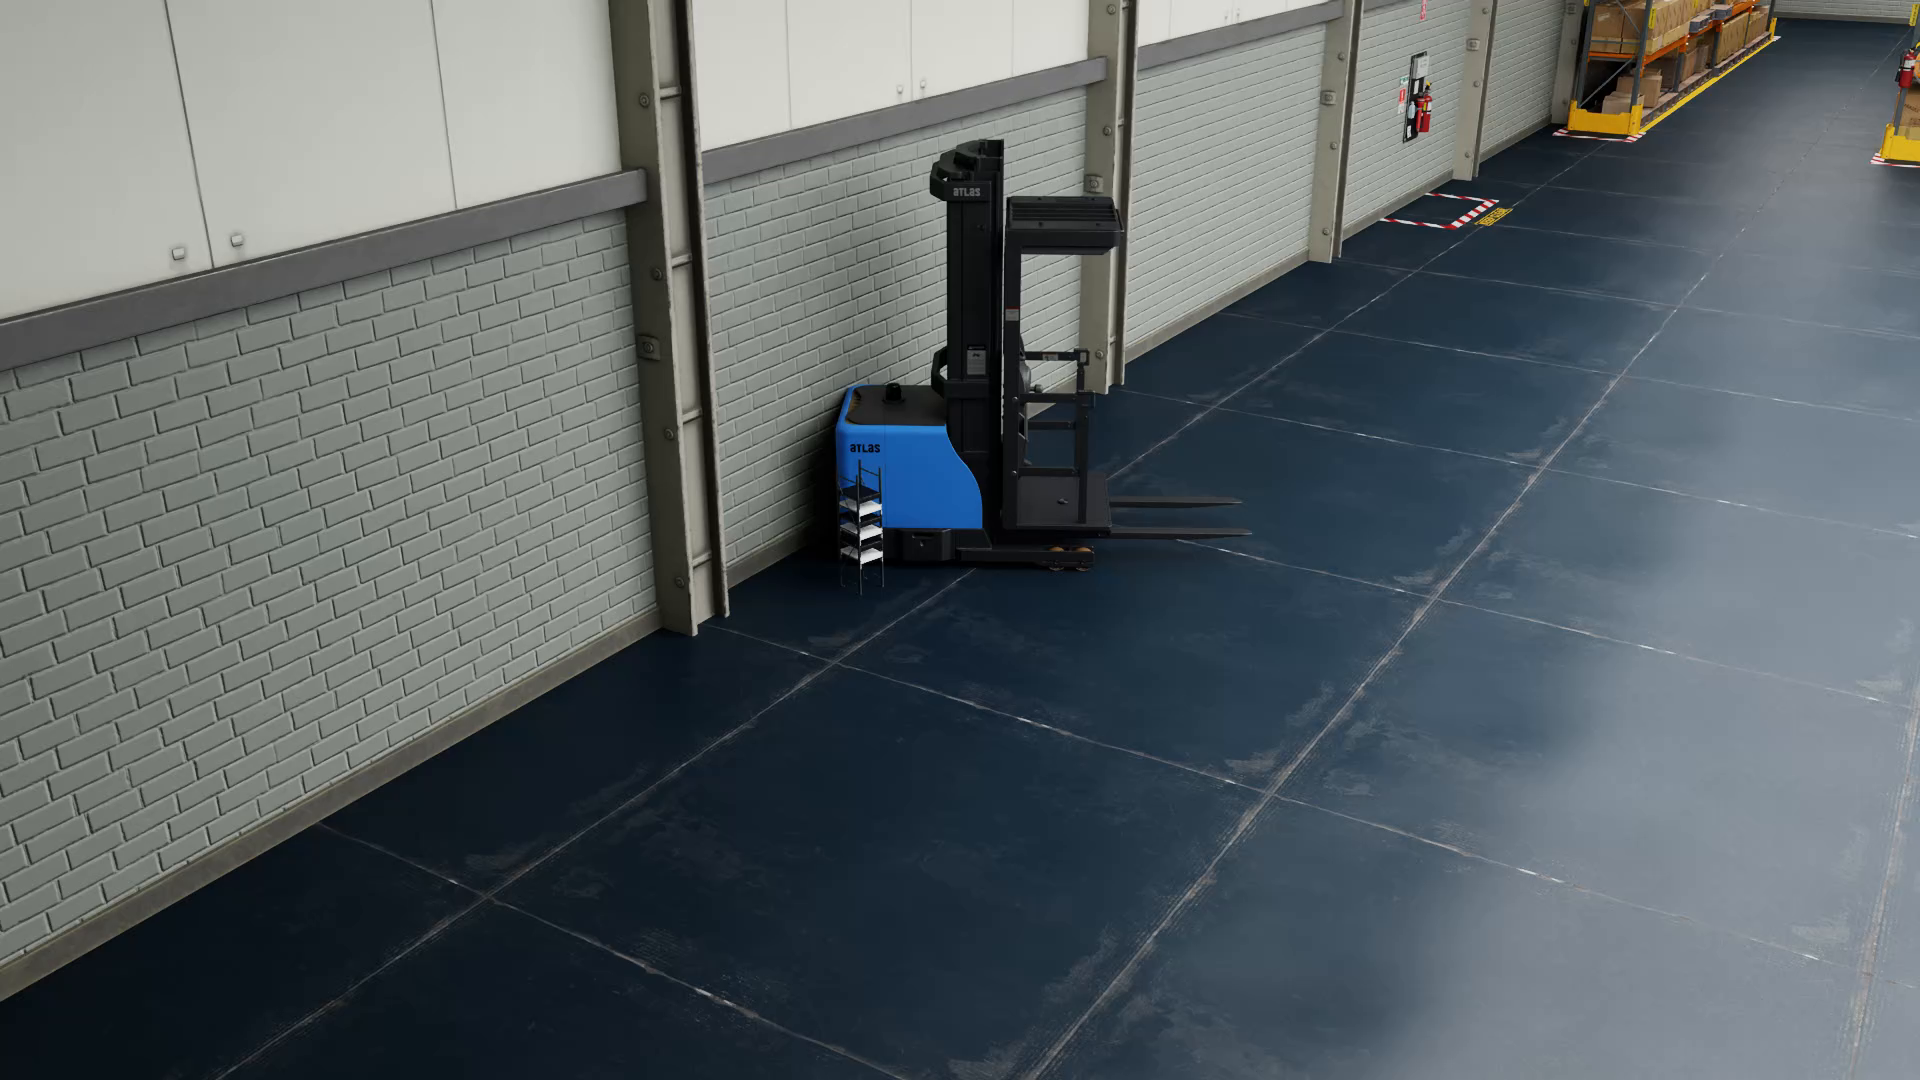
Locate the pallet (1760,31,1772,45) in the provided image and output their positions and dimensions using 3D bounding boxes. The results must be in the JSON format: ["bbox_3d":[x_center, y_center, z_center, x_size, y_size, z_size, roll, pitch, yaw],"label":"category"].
[{"bbox_3d":[19.299,-12.348,40.844,1.003,0.211,1.213,14,27,29],"label":"pallet"}]

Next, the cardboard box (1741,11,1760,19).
[{"bbox_3d":[18.637,-12.392,39.236,0.380,0.149,0.250,13,27,27],"label":"cardboard box"}]

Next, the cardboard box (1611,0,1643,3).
[{"bbox_3d":[11.825,-9.345,29.617,0.500,0.500,0.500,13,27,28],"label":"cardboard box"}]

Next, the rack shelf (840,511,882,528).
[{"bbox_3d":[-0.702,-0.140,11.635,0.200,0.077,0.258,-20,30,-38],"label":"rack shelf"}]

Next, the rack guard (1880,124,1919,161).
[{"bbox_3d":[15.412,-6.322,26.560,1.175,0.500,0.348,14,27,29],"label":"rack guard"}]

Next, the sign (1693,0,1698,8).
[{"bbox_3d":[13.789,-10.150,31.167,0.100,0.325,0.005,14,27,29],"label":"sign"}]

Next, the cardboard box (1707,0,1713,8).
[{"bbox_3d":[14.923,-11.107,33.787,0.700,0.500,0.500,11,26,24],"label":"cardboard box"}]

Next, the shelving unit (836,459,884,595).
[{"bbox_3d":[-0.702,-0.088,11.657,0.210,0.900,0.258,-20,30,-38],"label":"shelving unit"}]

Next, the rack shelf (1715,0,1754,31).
[{"bbox_3d":[16.489,-11.559,36.417,1.077,0.370,4.000,14,27,29],"label":"rack shelf"}]

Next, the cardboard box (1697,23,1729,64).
[{"bbox_3d":[15.934,-10.641,35.568,0.750,0.750,0.750,13,27,28],"label":"cardboard box"}]

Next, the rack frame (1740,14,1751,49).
[{"bbox_3d":[17.544,-12.564,37.833,1.000,3.000,0.127,14,27,29],"label":"rack frame"}]

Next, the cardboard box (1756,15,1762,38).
[{"bbox_3d":[18.841,-12.364,39.988,0.700,0.500,0.500,13,27,27],"label":"cardboard box"}]

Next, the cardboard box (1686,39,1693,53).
[{"bbox_3d":[14.478,-10.005,33.571,0.500,0.250,0.500,14,27,29],"label":"cardboard box"}]

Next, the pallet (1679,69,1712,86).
[{"bbox_3d":[15.021,-9.671,34.660,1.003,0.211,1.213,14,27,29],"label":"pallet"}]

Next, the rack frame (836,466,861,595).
[{"bbox_3d":[-0.776,-0.061,11.594,0.006,0.900,0.240,-20,30,-38],"label":"rack frame"}]

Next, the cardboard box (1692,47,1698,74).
[{"bbox_3d":[14.728,-9.866,34.192,0.700,0.500,0.500,14,27,29],"label":"cardboard box"}]

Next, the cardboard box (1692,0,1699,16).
[{"bbox_3d":[13.923,-10.464,32.301,0.700,0.500,0.500,17,29,34],"label":"cardboard box"}]

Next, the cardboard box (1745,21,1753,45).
[{"bbox_3d":[18.026,-11.841,38.780,0.700,0.500,0.500,14,27,30],"label":"cardboard box"}]

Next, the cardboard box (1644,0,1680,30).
[{"bbox_3d":[12.531,-9.411,29.769,0.500,0.500,0.500,15,27,31],"label":"cardboard box"}]

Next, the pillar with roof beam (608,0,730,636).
[{"bbox_3d":[1.846,-2.682,7.455,9.100,9.000,0.400,14,27,29],"label":"pillar with roof beam"}]

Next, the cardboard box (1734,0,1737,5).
[{"bbox_3d":[16.749,-11.778,36.308,0.380,0.149,0.250,15,27,31],"label":"cardboard box"}]

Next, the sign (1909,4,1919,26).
[{"bbox_3d":[14.971,-8.236,26.079,0.100,0.325,0.005,14,27,29],"label":"sign"}]

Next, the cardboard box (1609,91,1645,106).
[{"bbox_3d":[11.957,-7.889,29.864,0.500,0.311,0.500,16,28,33],"label":"cardboard box"}]

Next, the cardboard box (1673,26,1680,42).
[{"bbox_3d":[12.810,-9.242,30.322,0.500,0.250,0.500,14,27,29],"label":"cardboard box"}]

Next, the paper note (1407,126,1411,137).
[{"bbox_3d":[6.196,-5.631,22.926,0.016,0.148,0.142,14,27,29],"label":"paper note"}]

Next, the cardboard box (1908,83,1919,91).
[{"bbox_3d":[15.970,-7.336,27.745,0.500,0.500,0.500,14,27,29],"label":"cardboard box"}]

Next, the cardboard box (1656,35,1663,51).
[{"bbox_3d":[12.003,-8.731,29.142,0.500,0.250,0.500,13,27,27],"label":"cardboard box"}]

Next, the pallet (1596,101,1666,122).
[{"bbox_3d":[12.357,-7.937,30.654,1.003,0.211,1.213,14,27,29],"label":"pallet"}]

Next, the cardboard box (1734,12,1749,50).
[{"bbox_3d":[17.312,-11.524,37.607,0.750,0.750,0.750,14,27,30],"label":"cardboard box"}]

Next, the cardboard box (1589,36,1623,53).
[{"bbox_3d":[11.296,-8.653,28.961,0.500,0.250,0.500,14,27,30],"label":"cardboard box"}]

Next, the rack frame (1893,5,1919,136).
[{"bbox_3d":[15.425,-7.477,26.082,1.000,3.000,0.127,14,27,29],"label":"rack frame"}]

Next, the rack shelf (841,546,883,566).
[{"bbox_3d":[-0.702,0.107,11.742,0.200,0.077,0.258,-20,30,-38],"label":"rack shelf"}]

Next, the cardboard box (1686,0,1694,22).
[{"bbox_3d":[13.338,-9.924,30.954,0.500,0.500,0.500,14,27,29],"label":"cardboard box"}]

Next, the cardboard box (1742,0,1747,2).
[{"bbox_3d":[17.229,-12.015,36.856,0.380,0.149,0.250,14,27,29],"label":"cardboard box"}]

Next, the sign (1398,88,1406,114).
[{"bbox_3d":[5.969,-5.932,22.468,0.001,0.329,0.234,14,27,29],"label":"sign"}]

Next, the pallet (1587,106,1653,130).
[{"bbox_3d":[11.713,-7.527,29.707,1.003,0.211,1.213,14,27,29],"label":"pallet"}]

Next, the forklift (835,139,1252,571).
[{"bbox_3d":[0.630,-1.337,11.984,3.031,2.935,1.130,1,23,2],"label":"forklift"}]

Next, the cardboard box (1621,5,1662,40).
[{"bbox_3d":[11.722,-8.897,28.581,0.500,0.500,0.500,14,27,29],"label":"cardboard box"}]

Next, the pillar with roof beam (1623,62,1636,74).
[{"bbox_3d":[17.671,-12.808,30.844,9.100,9.000,0.400,14,27,29],"label":"pillar with roof beam"}]

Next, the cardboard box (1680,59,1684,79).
[{"bbox_3d":[13.928,-9.356,33.014,0.700,0.500,0.500,13,27,28],"label":"cardboard box"}]

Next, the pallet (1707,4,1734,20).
[{"bbox_3d":[15.149,-10.863,34.145,1.213,0.211,1.003,14,27,29],"label":"pallet"}]
